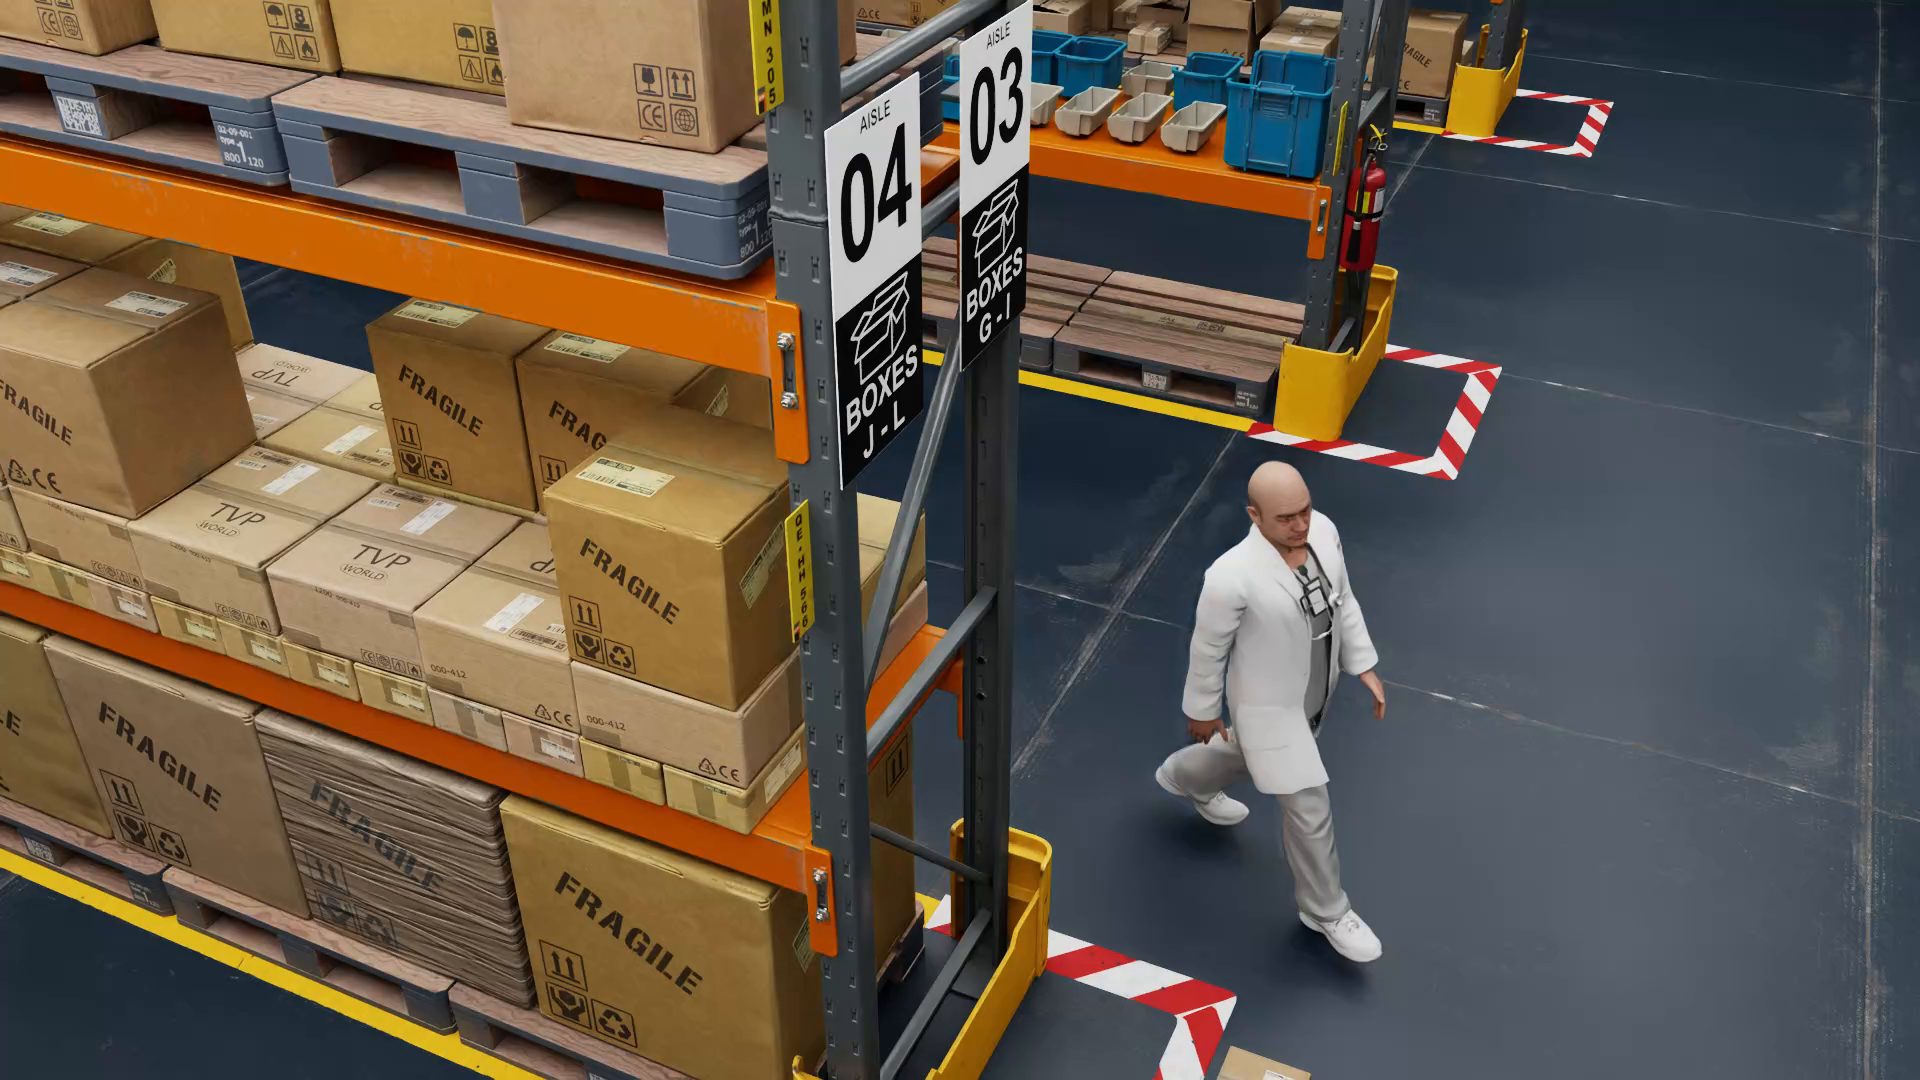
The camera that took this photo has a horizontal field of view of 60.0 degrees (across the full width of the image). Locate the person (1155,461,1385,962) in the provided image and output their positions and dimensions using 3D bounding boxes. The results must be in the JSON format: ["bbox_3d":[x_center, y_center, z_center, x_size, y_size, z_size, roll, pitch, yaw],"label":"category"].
[{"bbox_3d":[1.044,0.496,5.407,0.594,1.732,1.076,-28,42,-36],"label":"person"}]
